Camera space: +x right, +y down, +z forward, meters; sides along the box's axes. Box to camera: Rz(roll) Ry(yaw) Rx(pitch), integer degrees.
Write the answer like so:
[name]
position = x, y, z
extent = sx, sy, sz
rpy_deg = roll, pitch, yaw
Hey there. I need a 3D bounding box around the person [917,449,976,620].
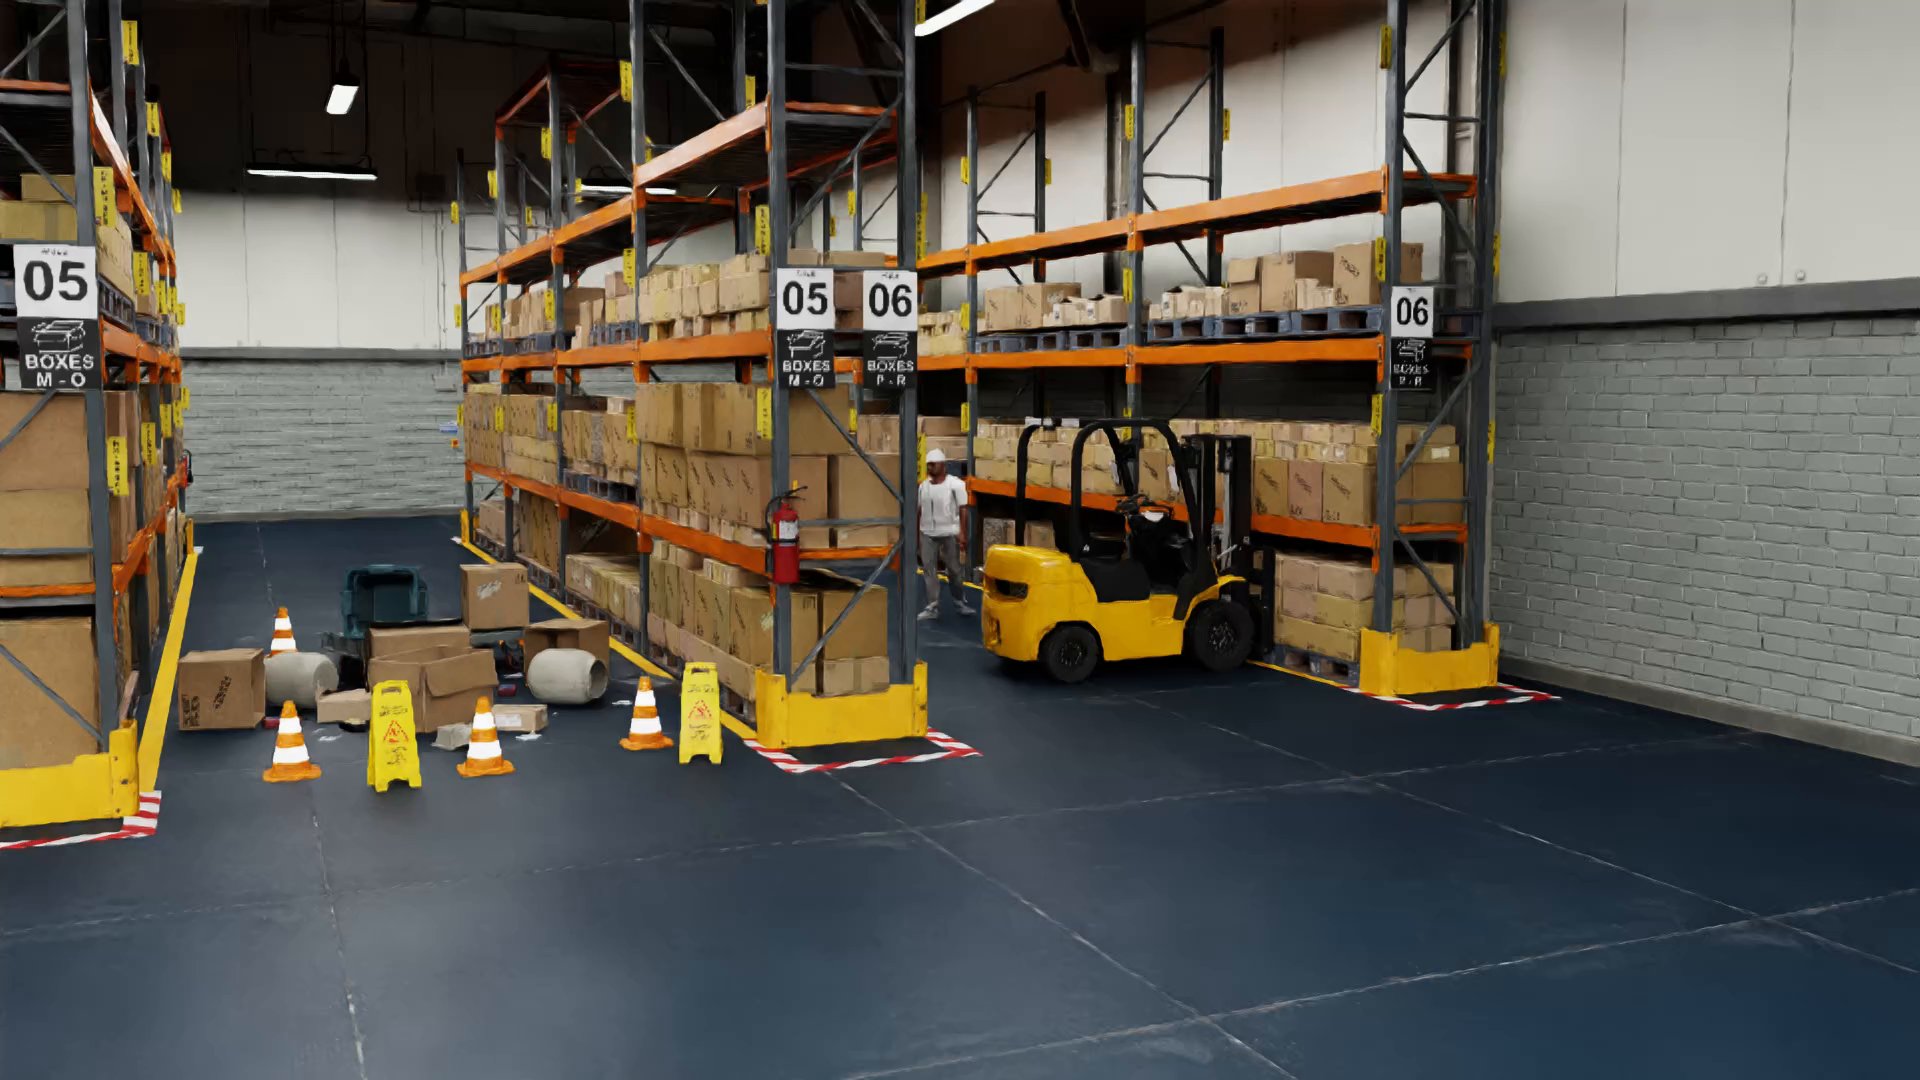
[person]
position = -0.202, -0.063, 17.312
extent = 0.669, 1.761, 0.641
rpy_deg = 2, 6, 22
